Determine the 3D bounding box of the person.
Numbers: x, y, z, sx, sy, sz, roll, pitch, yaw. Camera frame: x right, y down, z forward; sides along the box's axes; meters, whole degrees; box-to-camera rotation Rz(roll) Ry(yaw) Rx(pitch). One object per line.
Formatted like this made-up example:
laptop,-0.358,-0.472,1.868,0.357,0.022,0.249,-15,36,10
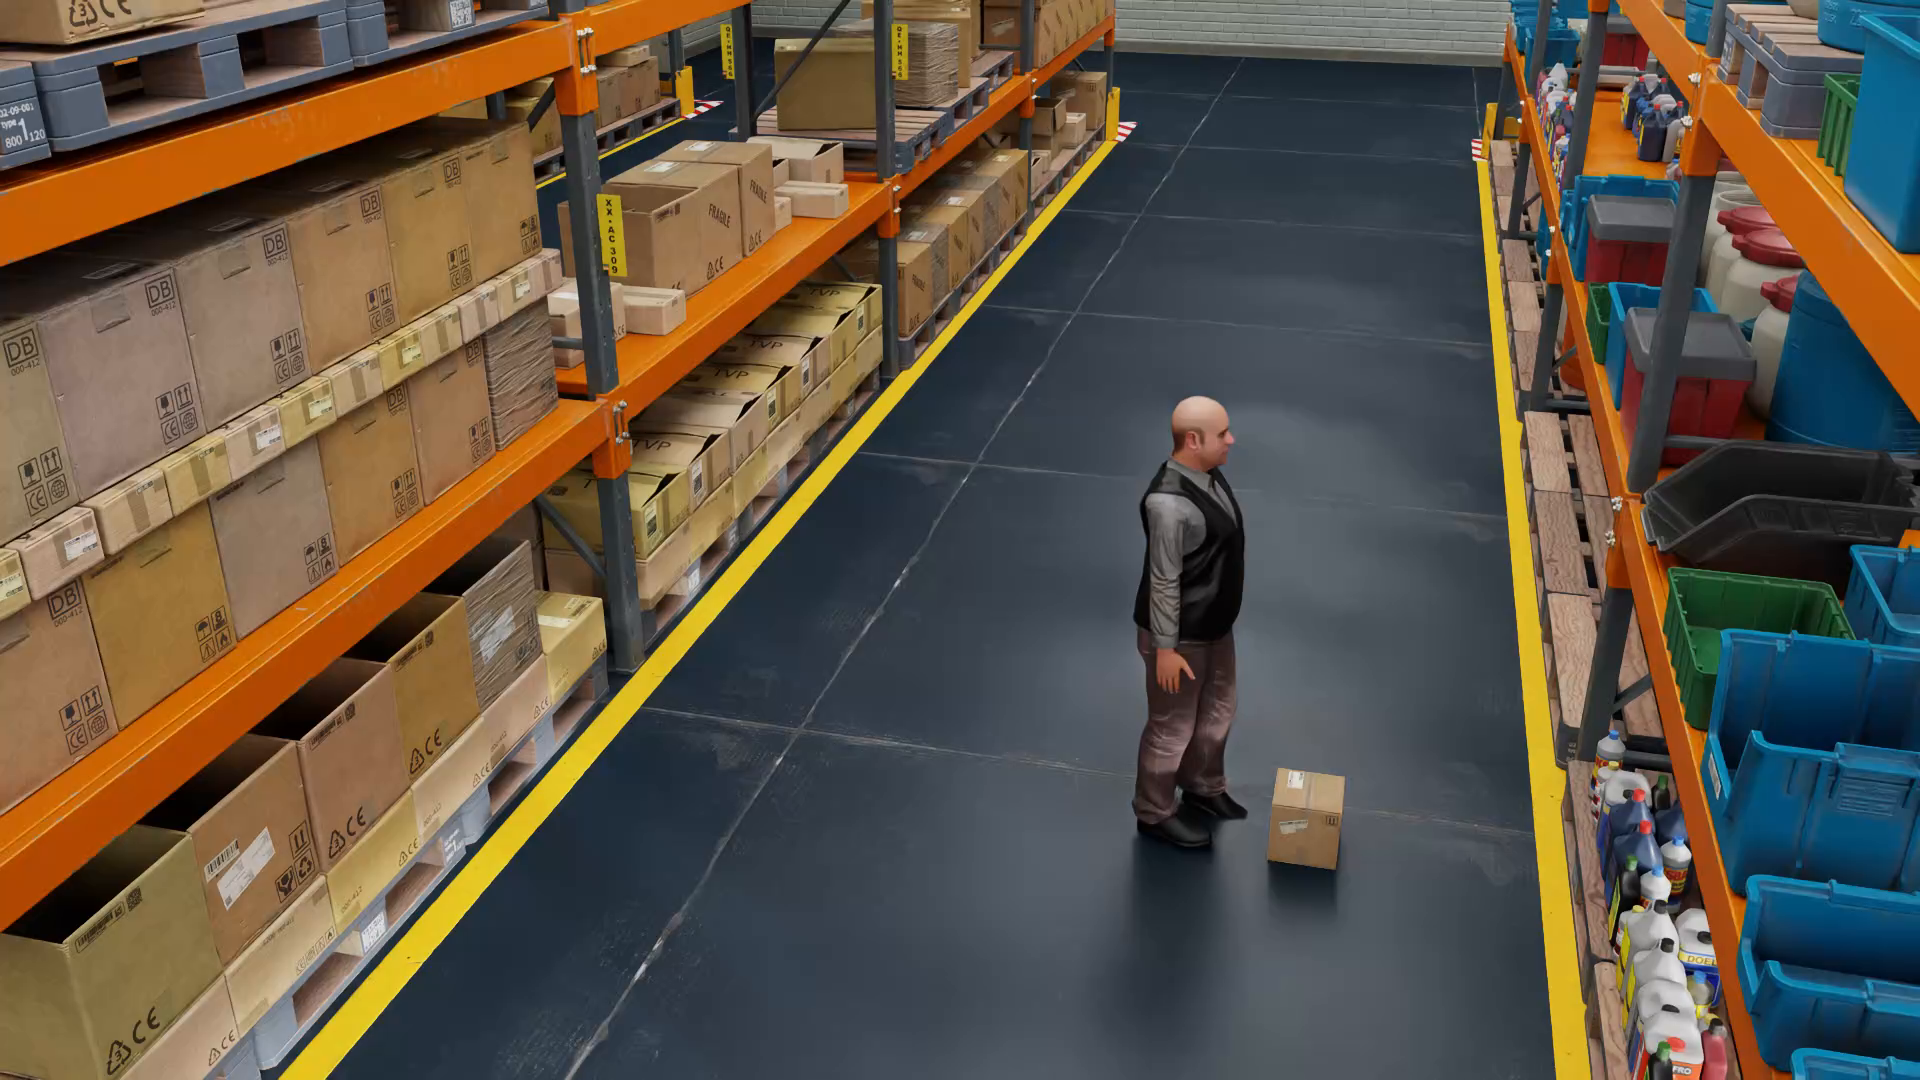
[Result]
person,0.850,0.345,5.948,0.443,1.779,0.579,11,27,22
